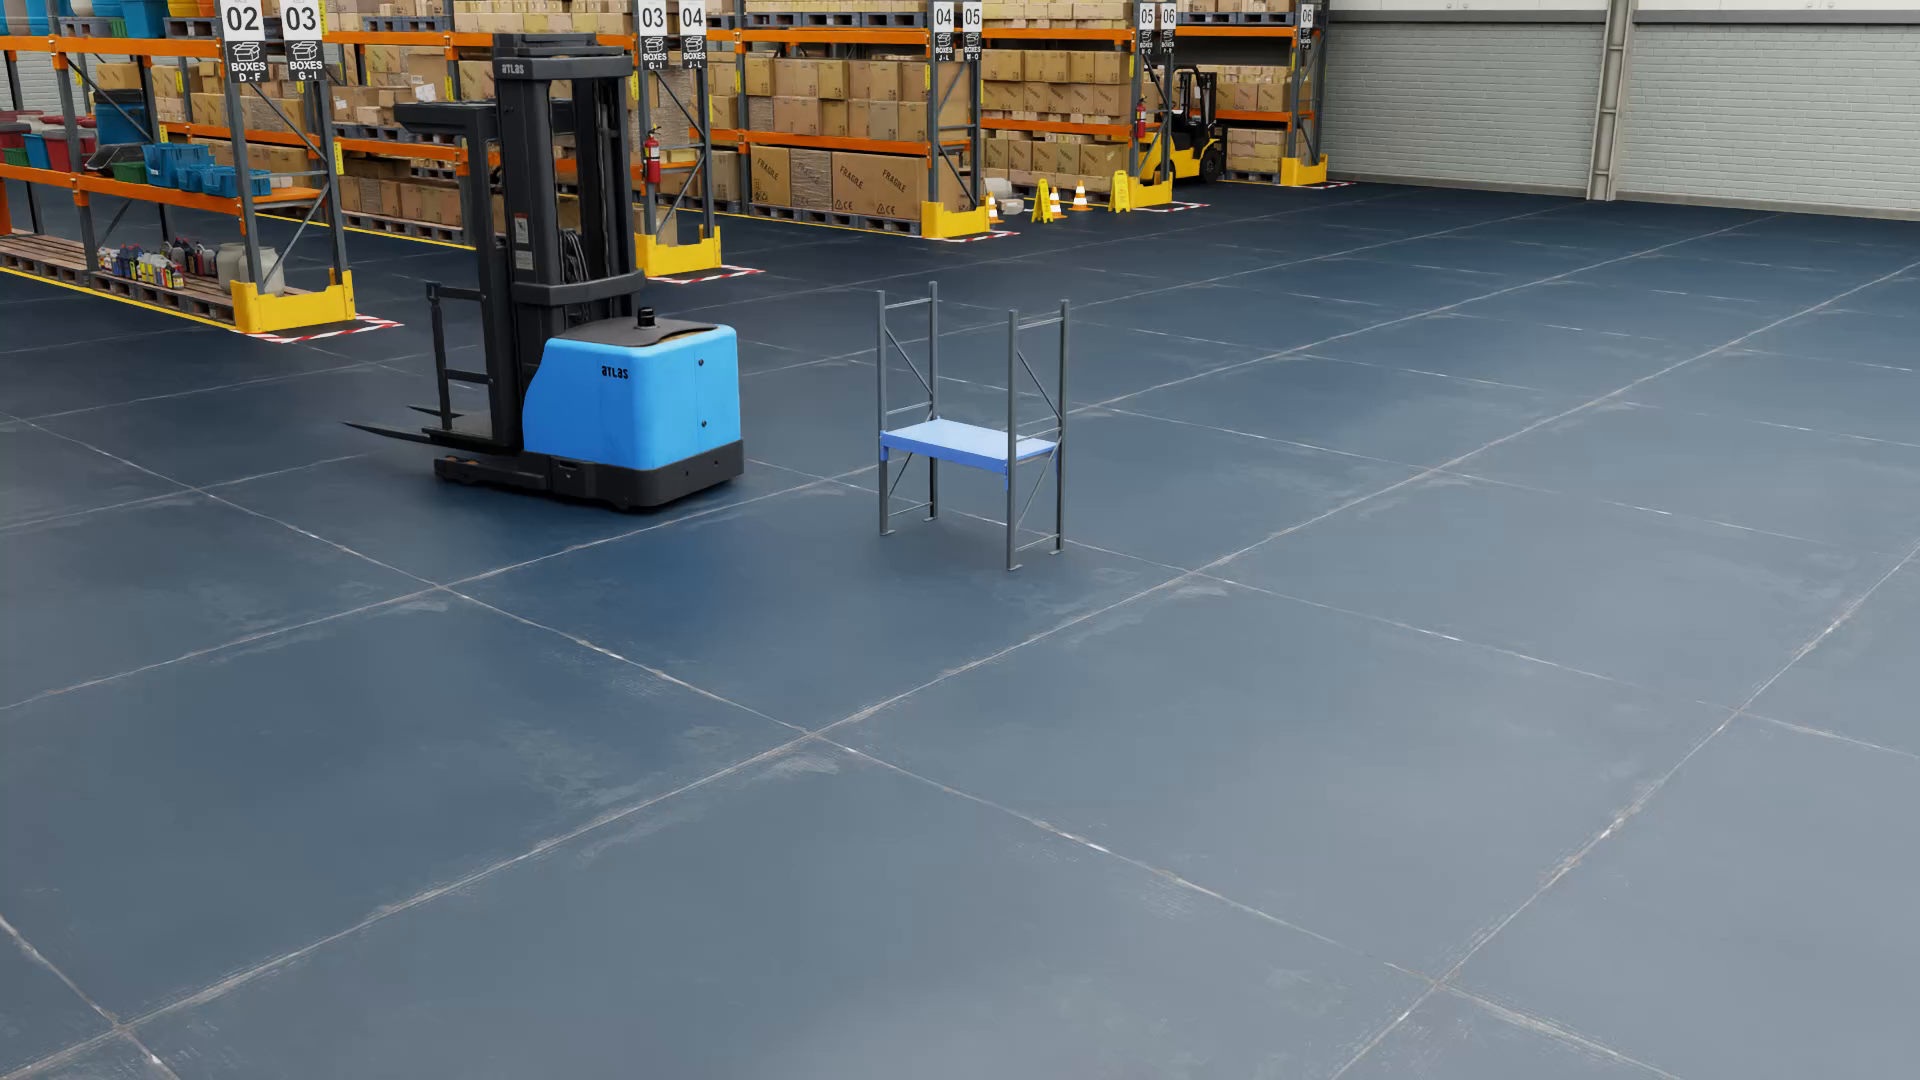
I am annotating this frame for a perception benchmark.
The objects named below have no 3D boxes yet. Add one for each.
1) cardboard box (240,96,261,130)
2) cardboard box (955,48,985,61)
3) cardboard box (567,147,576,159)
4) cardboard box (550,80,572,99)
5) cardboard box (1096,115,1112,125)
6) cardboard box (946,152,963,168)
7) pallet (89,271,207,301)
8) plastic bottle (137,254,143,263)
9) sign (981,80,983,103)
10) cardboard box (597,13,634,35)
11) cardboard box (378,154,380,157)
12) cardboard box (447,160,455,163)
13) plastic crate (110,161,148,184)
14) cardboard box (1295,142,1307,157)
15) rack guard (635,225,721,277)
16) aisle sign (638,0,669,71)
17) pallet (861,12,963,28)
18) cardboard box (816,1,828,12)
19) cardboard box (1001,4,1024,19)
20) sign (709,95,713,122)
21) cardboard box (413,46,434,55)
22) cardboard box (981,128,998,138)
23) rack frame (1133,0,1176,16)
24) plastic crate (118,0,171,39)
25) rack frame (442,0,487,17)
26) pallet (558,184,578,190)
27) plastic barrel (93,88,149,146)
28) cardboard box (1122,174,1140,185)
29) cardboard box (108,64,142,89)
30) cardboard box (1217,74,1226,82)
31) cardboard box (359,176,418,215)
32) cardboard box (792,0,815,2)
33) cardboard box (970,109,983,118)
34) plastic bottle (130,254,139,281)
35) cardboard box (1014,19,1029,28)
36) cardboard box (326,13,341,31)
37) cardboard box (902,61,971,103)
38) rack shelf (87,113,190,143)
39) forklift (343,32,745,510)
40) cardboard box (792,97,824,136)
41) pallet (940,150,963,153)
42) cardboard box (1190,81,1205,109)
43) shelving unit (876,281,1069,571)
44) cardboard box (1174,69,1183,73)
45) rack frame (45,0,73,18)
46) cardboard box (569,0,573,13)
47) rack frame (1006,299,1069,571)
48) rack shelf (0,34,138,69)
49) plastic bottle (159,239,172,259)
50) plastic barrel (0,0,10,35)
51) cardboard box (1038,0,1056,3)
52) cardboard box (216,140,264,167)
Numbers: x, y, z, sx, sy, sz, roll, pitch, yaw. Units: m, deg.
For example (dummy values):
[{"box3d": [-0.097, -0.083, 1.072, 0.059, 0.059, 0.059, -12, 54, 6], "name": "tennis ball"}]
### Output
[{"box3d": [-11.100, -6.772, 26.326, 0.500, 0.500, 0.500, 16, 23, 40], "name": "cardboard box"}, {"box3d": [0.328, -8.342, 29.127, 0.500, 0.500, 0.700, 15, 23, 39], "name": "cardboard box"}, {"box3d": [-4.740, -4.906, 21.026, 0.250, 0.149, 0.380, 15, 23, 39], "name": "cardboard box"}, {"box3d": [-4.769, -5.688, 20.767, 0.500, 0.500, 0.500, 15, 23, 39], "name": "cardboard box"}, {"box3d": [2.449, -6.943, 27.444, 0.250, 0.149, 0.380, 15, 23, 39], "name": "cardboard box"}, {"box3d": [-0.252, -6.865, 30.435, 0.625, 0.372, 0.950, 15, 23, 40], "name": "cardboard box"}, {"box3d": [-9.249, -2.977, 19.143, 1.213, 0.211, 1.003, 15, 23, 39], "name": "pallet"}, {"box3d": [-9.119, -3.045, 18.529, 0.097, 0.271, 0.097, 0, 18, 0], "name": "plastic bottle"}, {"box3d": [0.297, -6.444, 23.897, 0.005, 0.325, 0.100, 15, 23, 39], "name": "sign"}, {"box3d": [-3.973, -6.165, 19.869, 0.500, 0.250, 0.500, 16, 23, 40], "name": "cardboard box"}, {"box3d": [-11.423, -7.664, 33.319, 0.250, 0.149, 0.380, 15, 23, 40], "name": "cardboard box"}, {"box3d": [-9.498, -7.253, 31.535, 0.250, 0.149, 0.380, 16, 23, 40], "name": "cardboard box"}, {"box3d": [-8.895, -4.013, 18.148, 0.662, 0.188, 0.450, 15, 23, 39], "name": "plastic crate"}, {"box3d": [6.212, -7.403, 31.504, 0.500, 0.250, 0.500, 16, 23, 40], "name": "cardboard box"}, {"box3d": [-3.501, -3.592, 20.602, 0.348, 0.500, 1.175, 15, 23, 39], "name": "rack guard"}, {"box3d": [-3.597, -5.926, 19.530, 0.004, 0.787, 0.394, 15, 23, 39], "name": "aisle sign"}, {"box3d": [-0.638, -7.404, 23.669, 1.213, 0.211, 1.003, 15, 23, 39], "name": "pallet"}, {"box3d": [-1.883, -7.775, 24.249, 0.250, 0.149, 0.380, 15, 23, 40], "name": "cardboard box"}, {"box3d": [1.048, -8.958, 28.176, 0.500, 0.250, 0.500, 15, 23, 40], "name": "cardboard box"}, {"box3d": [-3.084, -5.303, 20.432, 0.005, 0.325, 0.100, 15, 23, 39], "name": "sign"}, {"box3d": [-9.973, -9.081, 31.456, 0.500, 0.500, 0.500, 14, 22, 38], "name": "cardboard box"}, {"box3d": [0.458, -7.151, 29.225, 0.250, 0.149, 0.380, 15, 23, 40], "name": "cardboard box"}, {"box3d": [3.134, -9.869, 26.333, 0.127, 3.000, 1.000, 15, 23, 39], "name": "rack frame"}, {"box3d": [-8.358, -5.384, 17.185, 0.575, 0.384, 0.392, 15, 23, 39], "name": "plastic crate"}, {"box3d": [-6.436, -8.430, 21.799, 0.127, 3.000, 1.000, 15, 23, 39], "name": "rack frame"}, {"box3d": [-7.551, -6.549, 30.398, 1.213, 0.211, 1.003, 15, 23, 39], "name": "pallet"}, {"box3d": [-9.811, -4.835, 19.560, 0.708, 0.901, 0.600, 15, 23, 39], "name": "plastic barrel"}, {"box3d": [2.714, -6.124, 28.301, 0.500, 0.250, 0.500, 15, 23, 39], "name": "cardboard box"}, {"box3d": [-14.466, -8.047, 29.027, 0.500, 0.500, 0.500, 14, 23, 38], "name": "cardboard box"}, {"box3d": [5.005, -8.749, 31.482, 0.250, 0.149, 0.380, 15, 23, 40], "name": "cardboard box"}, {"box3d": [-8.490, -5.154, 24.797, 0.500, 0.500, 0.700, 13, 22, 35], "name": "cardboard box"}, {"box3d": [-2.132, -8.057, 24.478, 0.500, 0.250, 0.500, 15, 23, 39], "name": "cardboard box"}, {"box3d": [0.388, -7.518, 29.259, 0.250, 0.149, 0.380, 16, 24, 41], "name": "cardboard box"}, {"box3d": [-9.158, -3.029, 18.460, 0.133, 0.283, 0.061, 16, 24, 42], "name": "plastic bottle"}, {"box3d": [1.119, -8.726, 28.105, 0.250, 0.149, 0.380, 14, 23, 38], "name": "cardboard box"}, {"box3d": [-8.861, -7.477, 24.002, 0.500, 0.250, 0.500, 16, 23, 41], "name": "cardboard box"}, {"box3d": [-0.328, -6.539, 23.724, 0.550, 0.550, 0.875, 15, 23, 39], "name": "cardboard box"}, {"box3d": [-13.915, -7.236, 29.142, 4.000, 0.370, 1.077, 15, 23, 39], "name": "rack shelf"}, {"box3d": [-3.002, -1.894, 11.234, 3.031, 2.935, 1.130, 10, 20, 29], "name": "forklift"}, {"box3d": [-2.032, -6.432, 25.174, 0.550, 0.550, 0.875, 15, 23, 39], "name": "cardboard box"}, {"box3d": [-0.091, -8.569, 36.764, 1.213, 0.211, 1.003, 15, 23, 39], "name": "pallet"}, {"box3d": [4.735, -8.528, 31.860, 0.500, 0.500, 0.500, 15, 23, 40], "name": "cardboard box"}, {"box3d": [0.064, -0.698, 9.831, 1.048, 1.500, 0.538, 15, 23, 39], "name": "shelving unit"}, {"box3d": [4.264, -9.102, 32.104, 0.250, 0.149, 0.380, 15, 23, 38], "name": "cardboard box"}, {"box3d": [-9.723, -7.310, 18.268, 0.127, 3.000, 1.000, 15, 23, 39], "name": "rack frame"}, {"box3d": [-4.559, -6.533, 20.368, 0.250, 0.149, 0.380, 15, 23, 40], "name": "cardboard box"}, {"box3d": [0.444, -0.596, 9.509, 0.032, 1.500, 0.500, 15, 23, 39], "name": "rack frame"}, {"box3d": [-11.219, -5.939, 20.096, 4.000, 0.370, 1.077, 15, 23, 39], "name": "rack shelf"}, {"box3d": [-9.146, -3.301, 19.205, 0.185, 0.351, 0.144, 15, 23, 39], "name": "plastic bottle"}, {"box3d": [-11.226, -6.435, 19.641, 0.708, 0.901, 0.600, 15, 23, 39], "name": "plastic barrel"}, {"box3d": [1.516, -9.001, 27.654, 0.250, 0.149, 0.380, 16, 23, 41], "name": "cardboard box"}, {"box3d": [-11.258, -6.061, 27.070, 0.875, 0.875, 1.225, 14, 22, 37], "name": "cardboard box"}]
